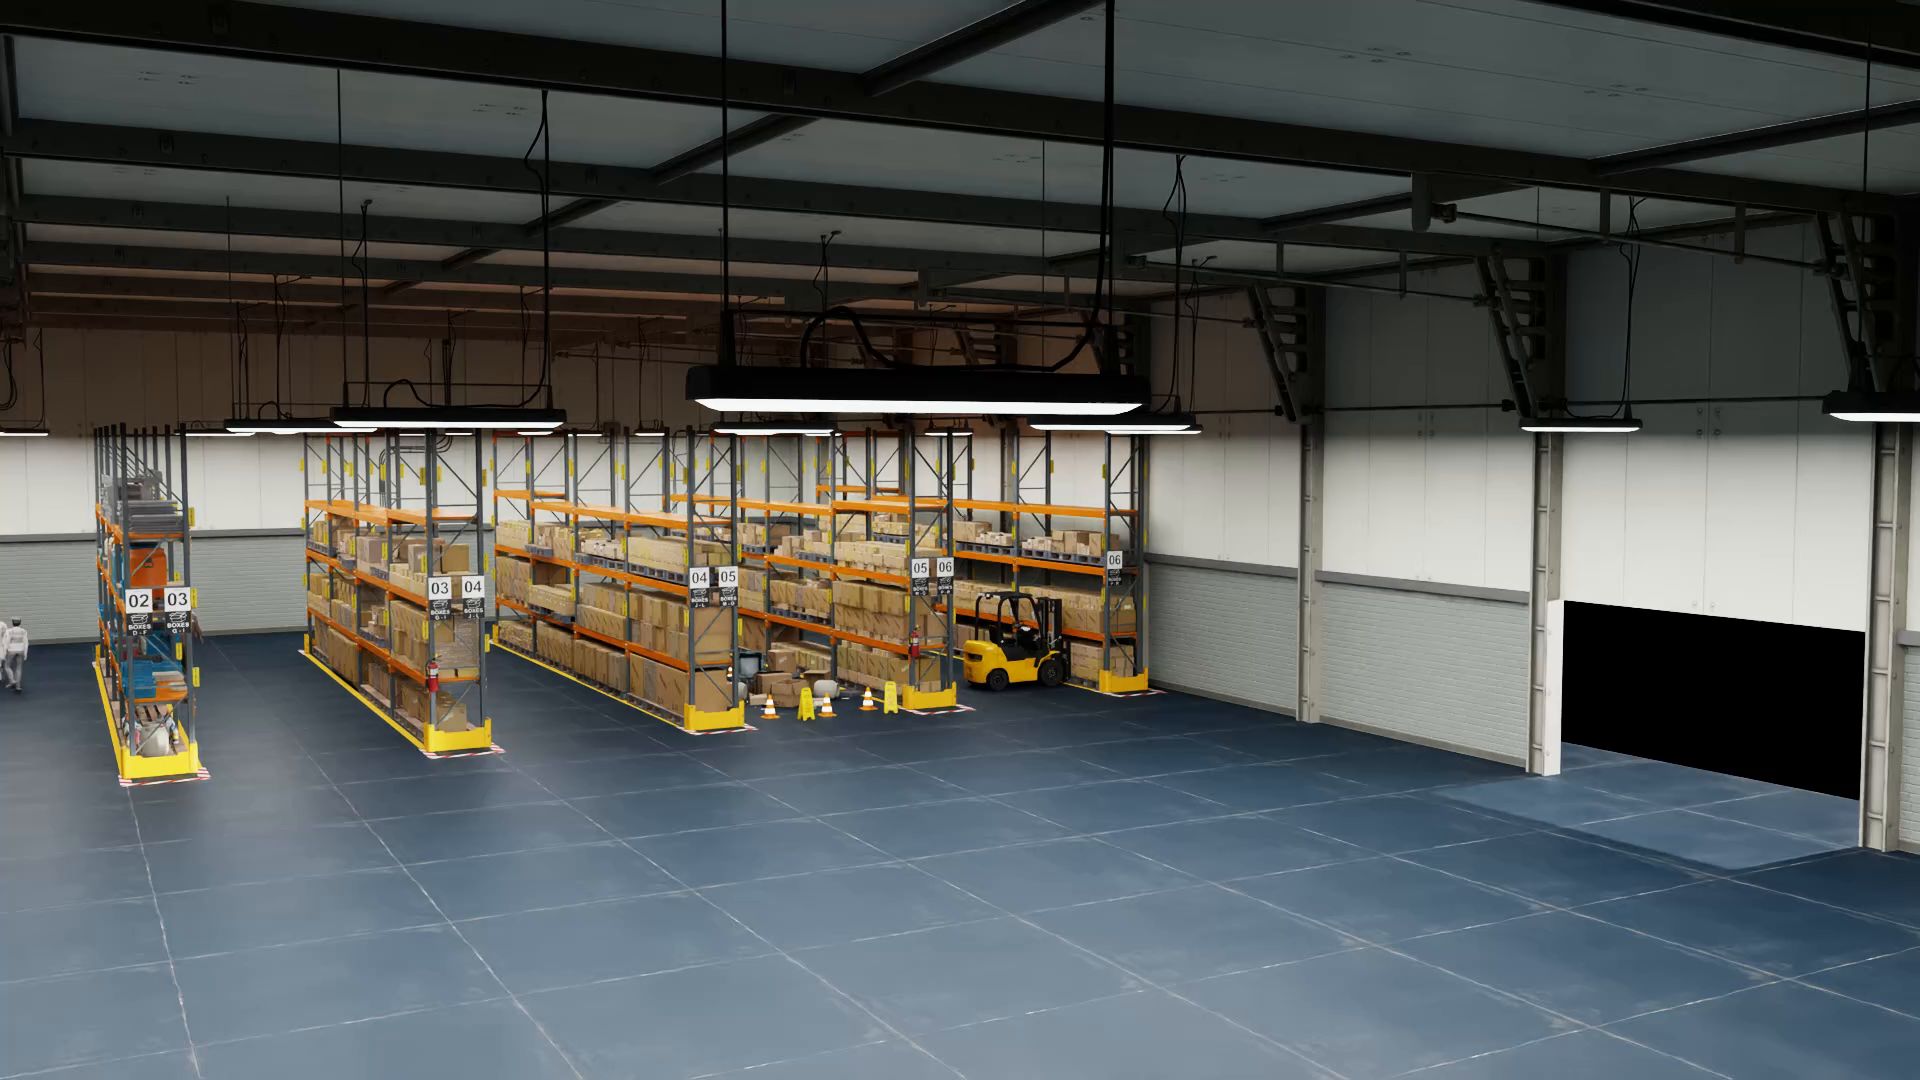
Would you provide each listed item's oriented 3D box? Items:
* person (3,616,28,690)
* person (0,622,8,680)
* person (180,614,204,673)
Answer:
[{"bbox_3d":[-21.508,2.586,37.891,0.520,1.672,0.437,-3,4,-39],"label":"person"},{"bbox_3d":[-22.602,2.544,38.851,0.678,1.676,0.681,-2,4,-25],"label":"person"},{"bbox_3d":[-18.729,2.405,40.316,1.027,1.770,0.650,2,4,31],"label":"person"}]
